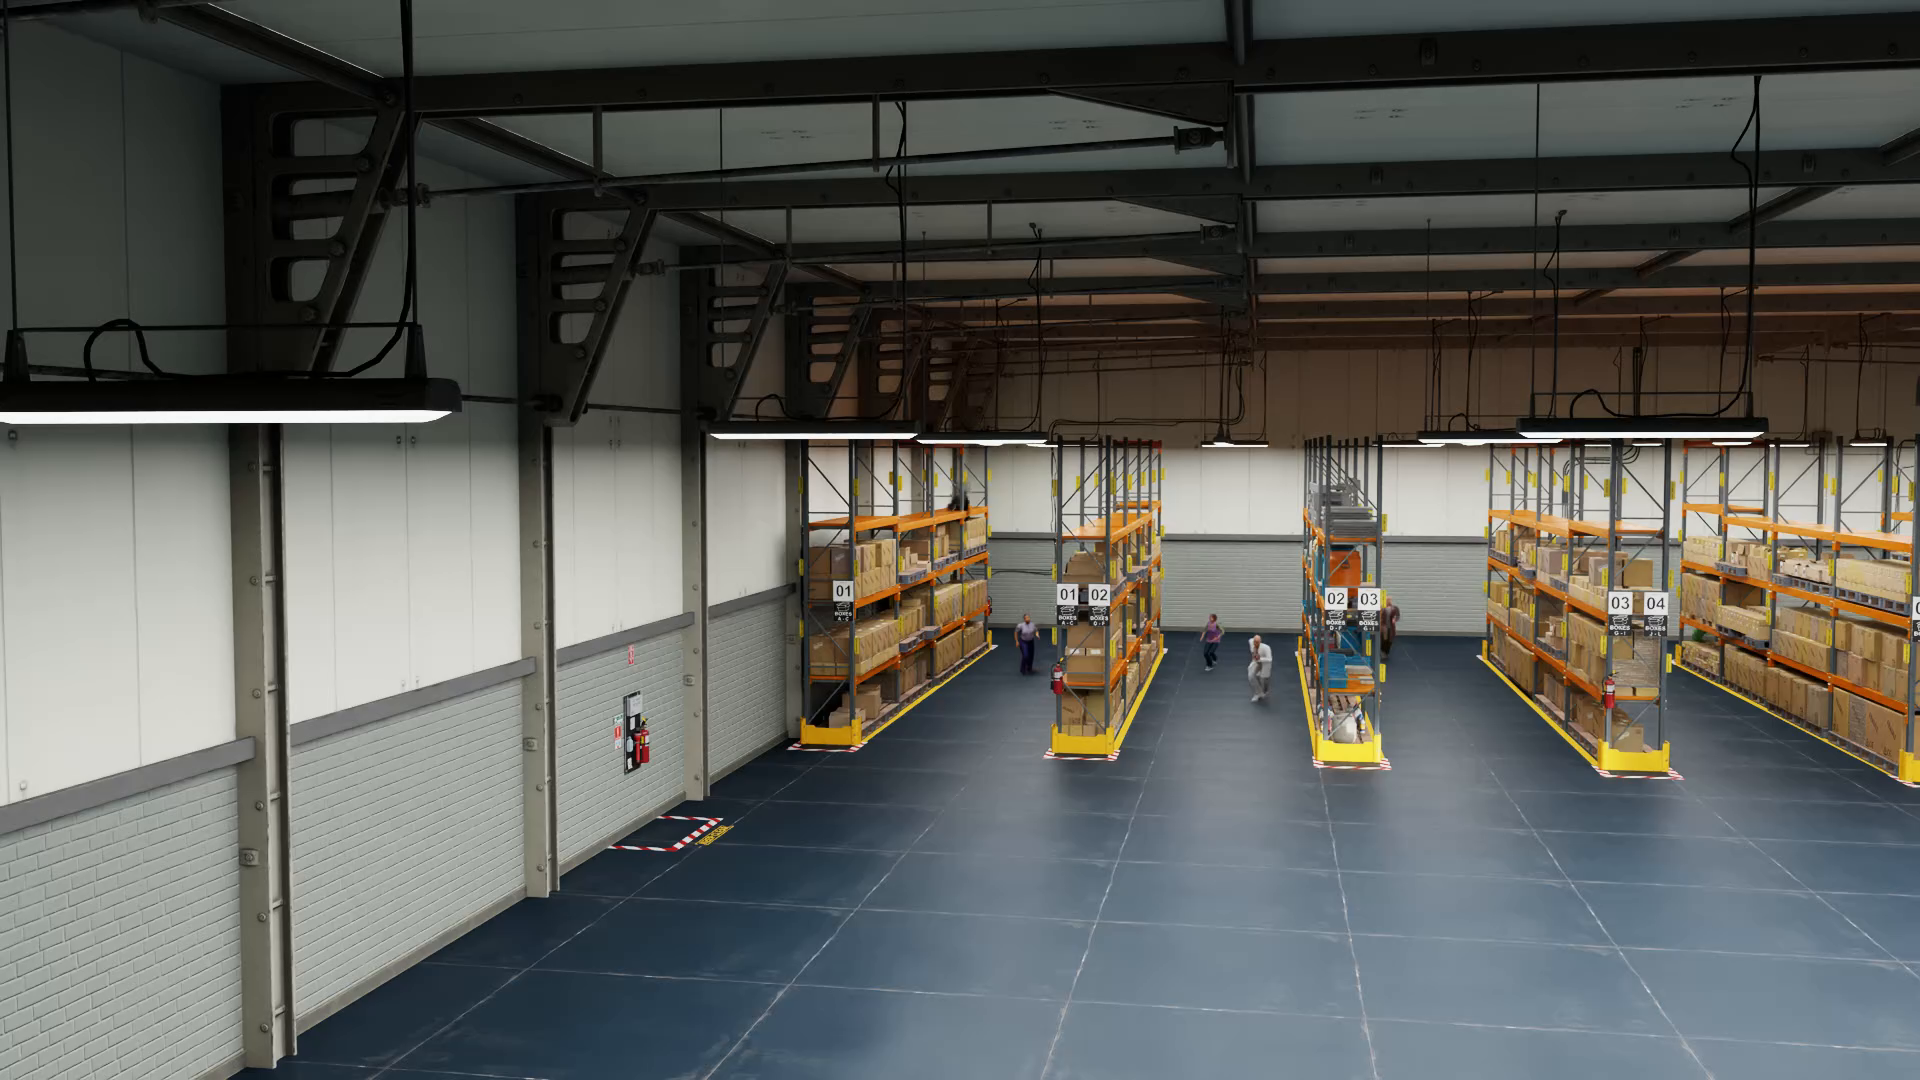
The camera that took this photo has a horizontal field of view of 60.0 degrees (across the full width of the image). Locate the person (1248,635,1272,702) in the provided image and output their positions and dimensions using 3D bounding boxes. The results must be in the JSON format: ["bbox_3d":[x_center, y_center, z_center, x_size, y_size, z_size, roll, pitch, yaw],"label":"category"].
[{"bbox_3d":[6.890,2.910,37.996,0.693,1.557,1.240,2,4,31],"label":"person"}]

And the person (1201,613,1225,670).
[{"bbox_3d":[6.562,2.664,43.169,0.618,1.486,0.500,2,4,32],"label":"person"}]

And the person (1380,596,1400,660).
[{"bbox_3d":[11.657,2.436,45.354,0.676,1.664,0.820,0,3,3],"label":"person"}]

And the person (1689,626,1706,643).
[{"bbox_3d":[20.234,2.429,45.376,0.748,1.713,0.645,1,3,11],"label":"person"}]

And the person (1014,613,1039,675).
[{"bbox_3d":[1.754,2.678,42.526,0.654,1.624,0.801,-2,4,-28],"label":"person"}]
